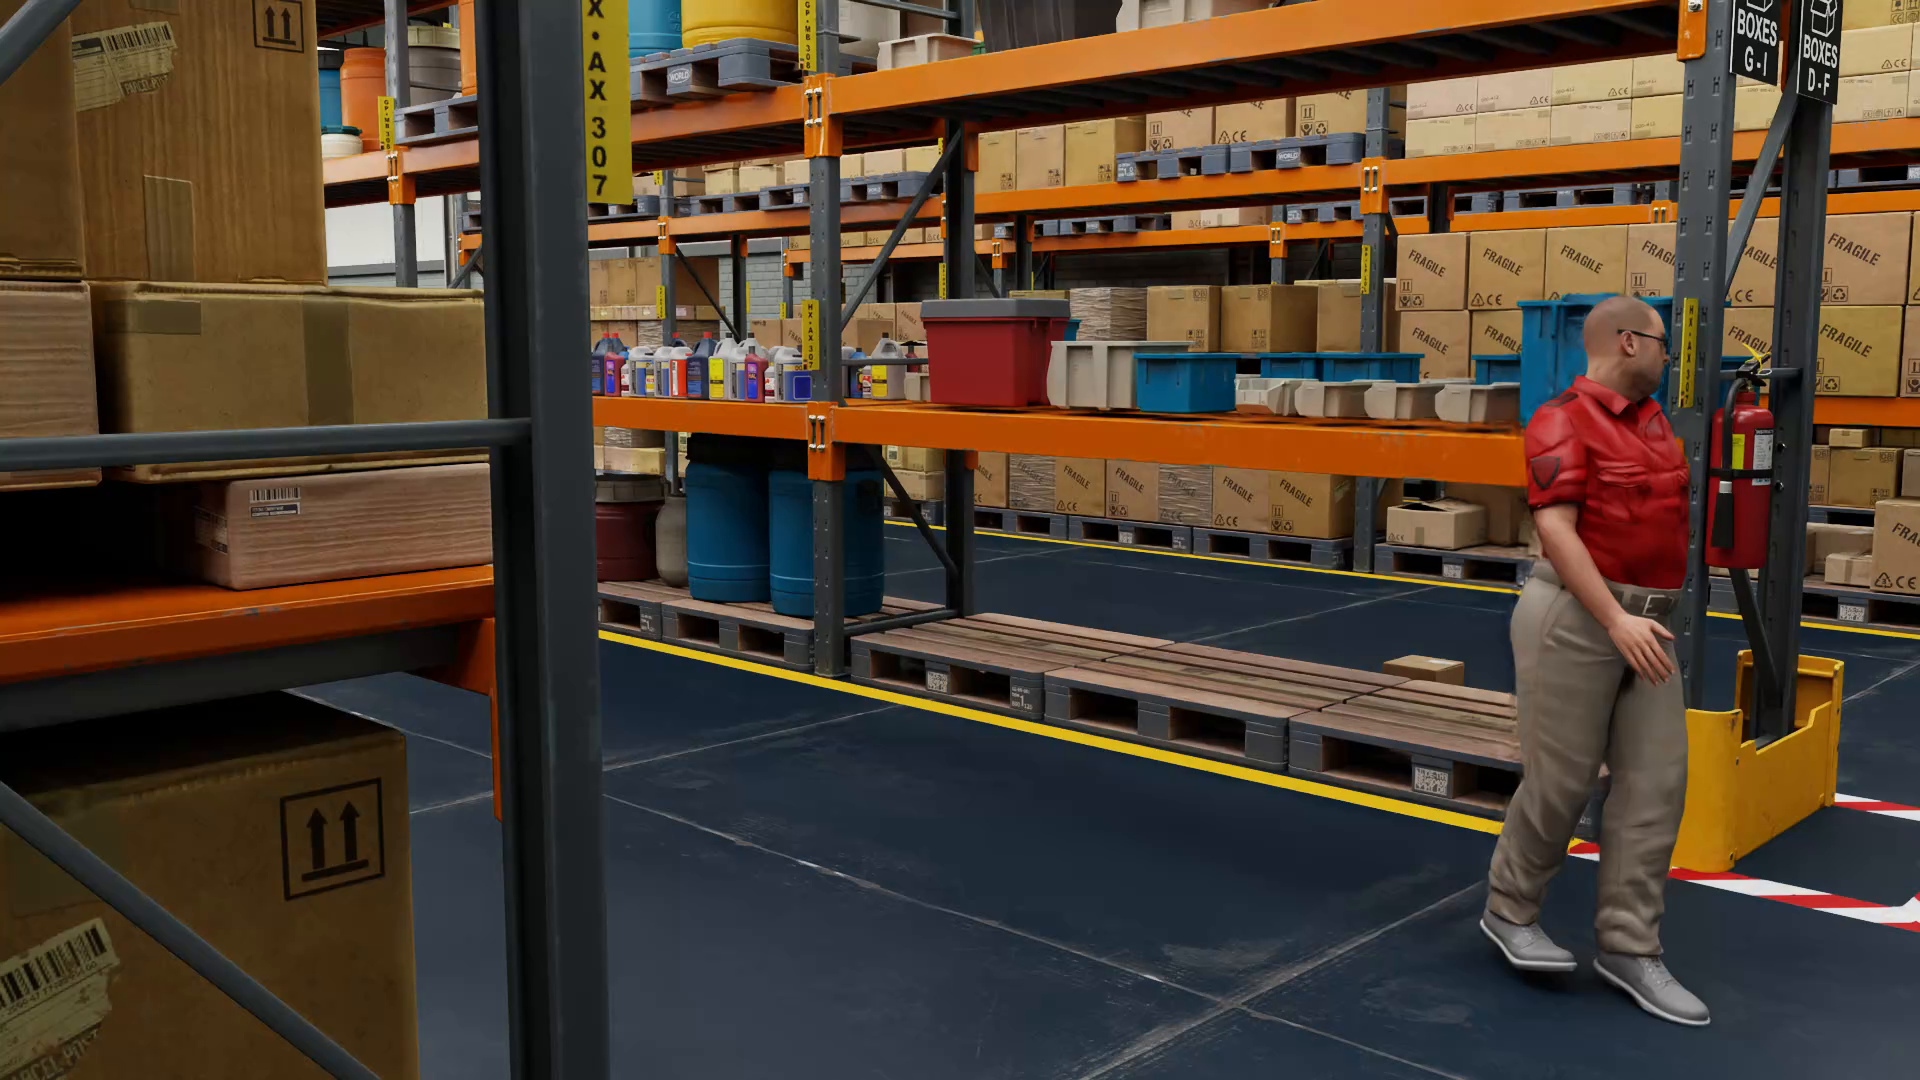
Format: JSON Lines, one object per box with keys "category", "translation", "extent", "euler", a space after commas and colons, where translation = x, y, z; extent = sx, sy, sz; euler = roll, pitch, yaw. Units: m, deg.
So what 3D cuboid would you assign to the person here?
{"category": "person", "translation": [1.671, 0.269, 4.141], "extent": [0.564, 1.744, 0.614], "euler": [-4, 8, -29]}
